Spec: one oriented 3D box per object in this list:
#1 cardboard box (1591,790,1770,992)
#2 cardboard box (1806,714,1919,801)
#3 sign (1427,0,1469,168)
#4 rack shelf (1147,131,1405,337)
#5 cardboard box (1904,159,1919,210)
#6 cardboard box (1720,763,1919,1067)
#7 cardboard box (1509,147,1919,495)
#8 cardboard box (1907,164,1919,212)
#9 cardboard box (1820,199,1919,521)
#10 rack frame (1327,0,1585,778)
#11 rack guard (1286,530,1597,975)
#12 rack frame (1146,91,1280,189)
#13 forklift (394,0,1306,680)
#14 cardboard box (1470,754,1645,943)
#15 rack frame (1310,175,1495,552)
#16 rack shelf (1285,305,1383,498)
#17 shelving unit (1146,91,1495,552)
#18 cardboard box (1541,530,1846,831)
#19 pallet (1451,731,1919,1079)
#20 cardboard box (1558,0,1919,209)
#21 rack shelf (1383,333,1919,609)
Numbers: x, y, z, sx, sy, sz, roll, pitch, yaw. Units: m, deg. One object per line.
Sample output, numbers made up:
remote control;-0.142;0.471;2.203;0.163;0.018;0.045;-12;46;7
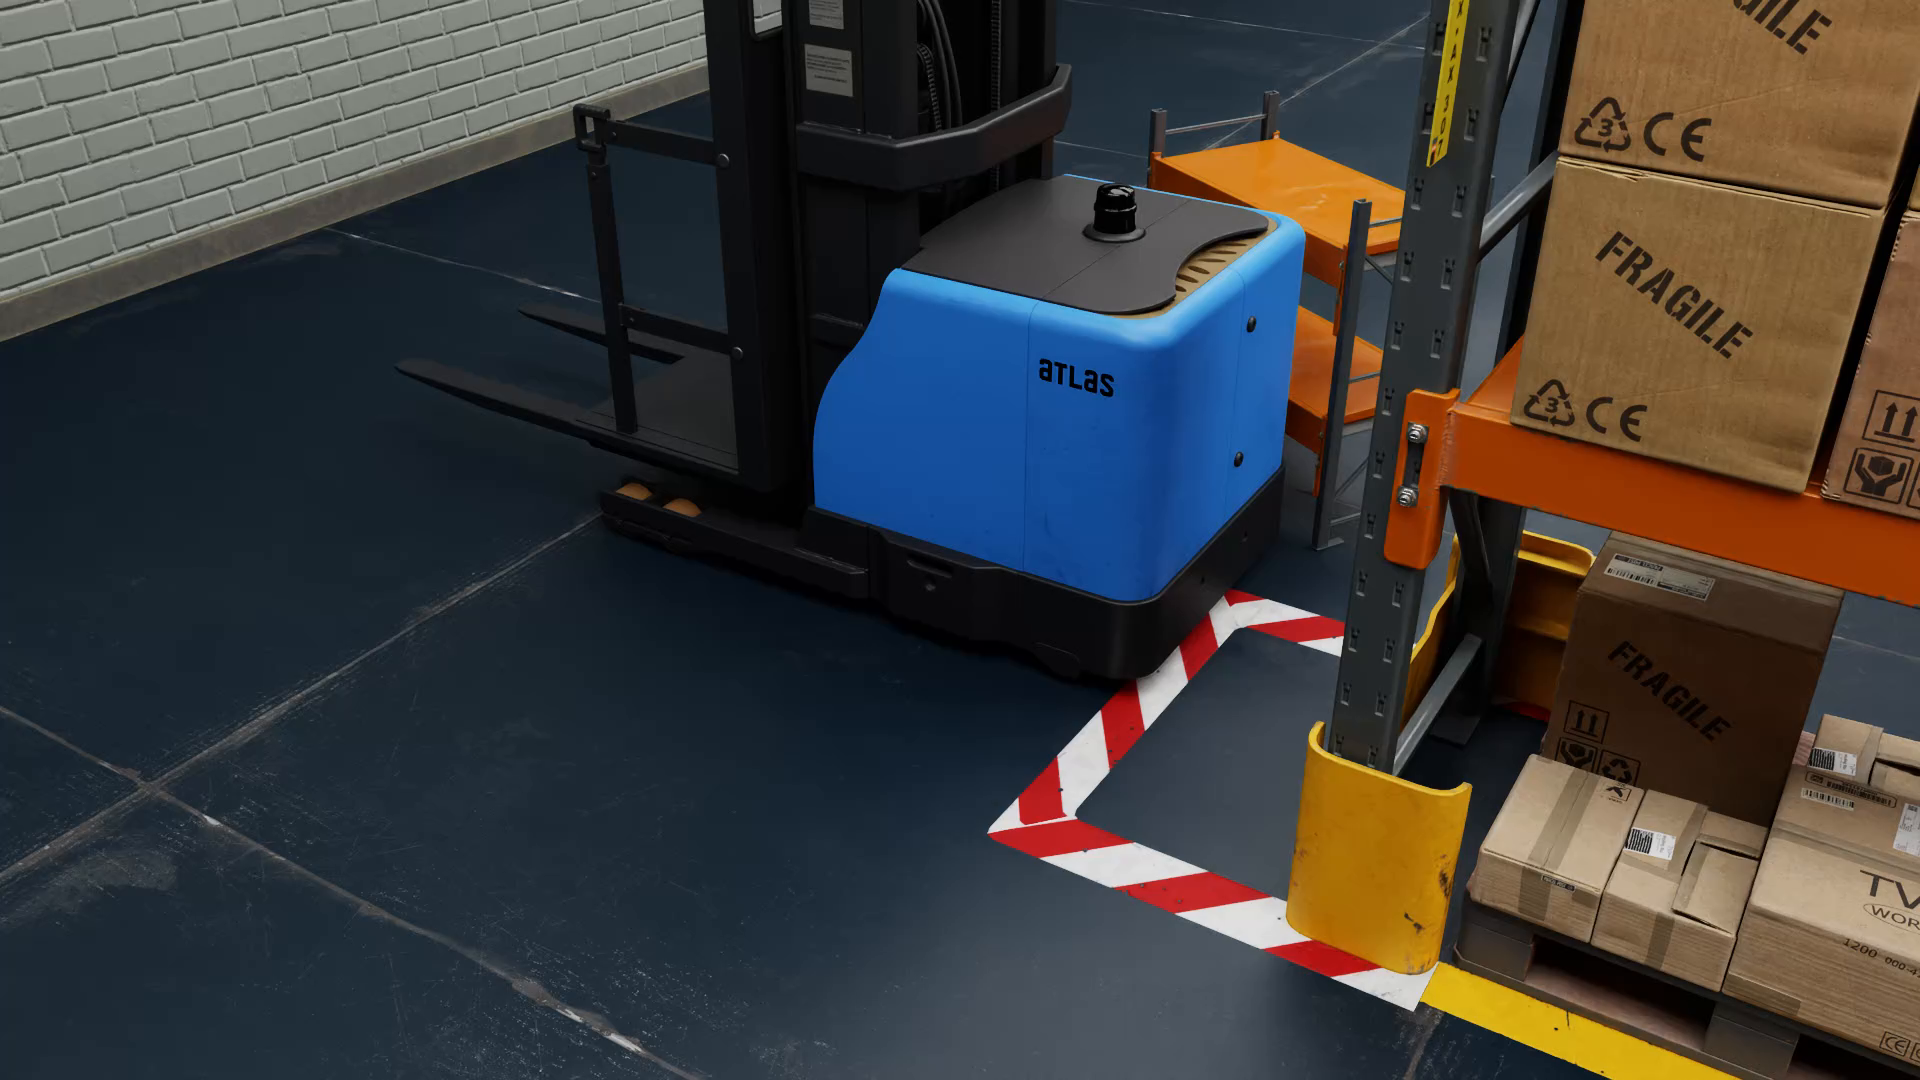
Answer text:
cardboard box;1.491;0.709;3.432;0.250;0.166;0.380;18;35;27
cardboard box;1.994;0.571;3.669;0.250;0.166;0.380;18;35;27
sign;0.819;-0.792;2.772;0.005;0.325;0.100;18;35;27
rack shelf;1.088;-0.994;5.257;0.538;0.278;1.000;-15;33;-24
cardboard box;1.631;-0.690;3.356;0.500;0.500;0.500;19;35;29
cardboard box;1.841;0.748;3.283;0.500;0.250;0.500;18;35;27
cardboard box;1.343;-0.462;2.966;0.500;0.500;0.500;18;35;28
cardboard box;1.790;-0.757;2.479;0.500;0.500;0.500;18;35;28
cardboard box;1.783;-0.326;2.733;0.500;0.500;0.500;17;34;27
rack frame;1.107;-0.650;3.388;0.127;3.000;1.000;18;35;27
rack guard;1.172;0.450;3.983;0.348;0.500;1.175;18;35;27
rack frame;0.849;-0.968;5.793;0.500;1.125;0.032;-15;33;-24
forklift;-0.536;-1.433;4.797;3.031;2.935;1.130;17;34;27
cardboard box;1.279;0.650;3.551;0.250;0.149;0.380;18;35;27
rack frame;1.326;-0.515;5.017;0.500;1.125;0.032;-15;33;-24
rack shelf;1.088;-0.530;5.528;0.538;0.278;1.000;-15;33;-24
shelving unit;1.088;-0.742;5.405;0.538;1.125;1.048;-15;33;-24
cardboard box;1.699;0.280;3.837;0.500;0.500;0.500;18;35;27
pallet;1.847;0.788;3.690;1.213;0.211;1.003;18;35;27
cardboard box;1.343;-0.894;2.714;0.500;0.500;0.500;19;35;29
rack shelf;2.801;0.196;2.651;4.000;0.370;1.077;18;35;27
